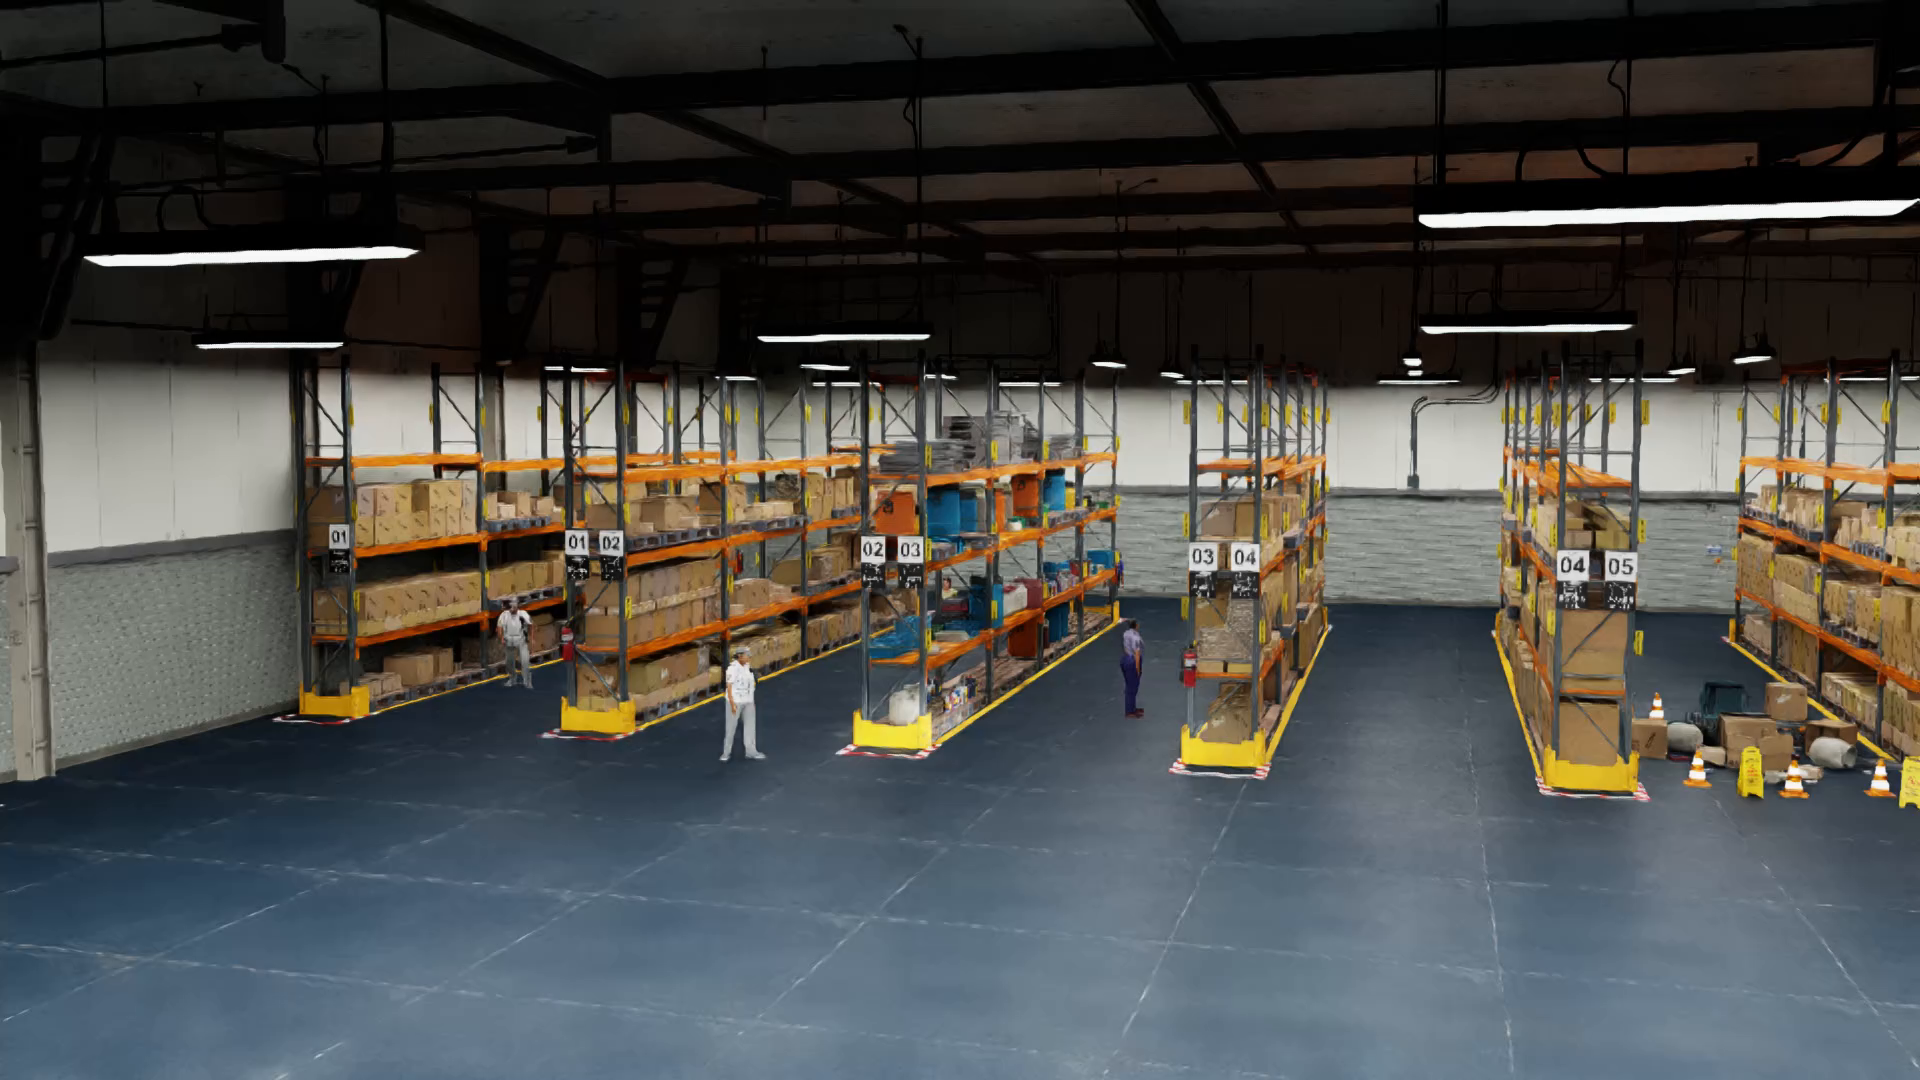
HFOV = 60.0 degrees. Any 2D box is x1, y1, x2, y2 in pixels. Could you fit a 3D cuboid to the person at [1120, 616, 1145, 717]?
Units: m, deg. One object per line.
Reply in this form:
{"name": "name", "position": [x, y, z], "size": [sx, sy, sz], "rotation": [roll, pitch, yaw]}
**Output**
{"name": "person", "position": [2.903, 2.094, 27.694], "size": [0.427, 1.653, 0.530], "rotation": [-1, 4, -15]}

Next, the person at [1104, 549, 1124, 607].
{"name": "person", "position": [3.834, 1.053, 41.705], "size": [0.538, 1.645, 0.513], "rotation": [-4, 6, -41]}

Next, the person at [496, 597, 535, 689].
{"name": "person", "position": [-8.101, 1.870, 30.413], "size": [0.707, 1.697, 0.827], "rotation": [0, 4, -3]}

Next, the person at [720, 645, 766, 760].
{"name": "person", "position": [-3.196, 2.360, 24.161], "size": [0.470, 1.666, 0.626], "rotation": [4, 6, 41]}

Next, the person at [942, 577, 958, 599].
{"name": "person", "position": [-0.275, 1.563, 35.135], "size": [0.448, 1.579, 1.110], "rotation": [1, 5, 18]}
